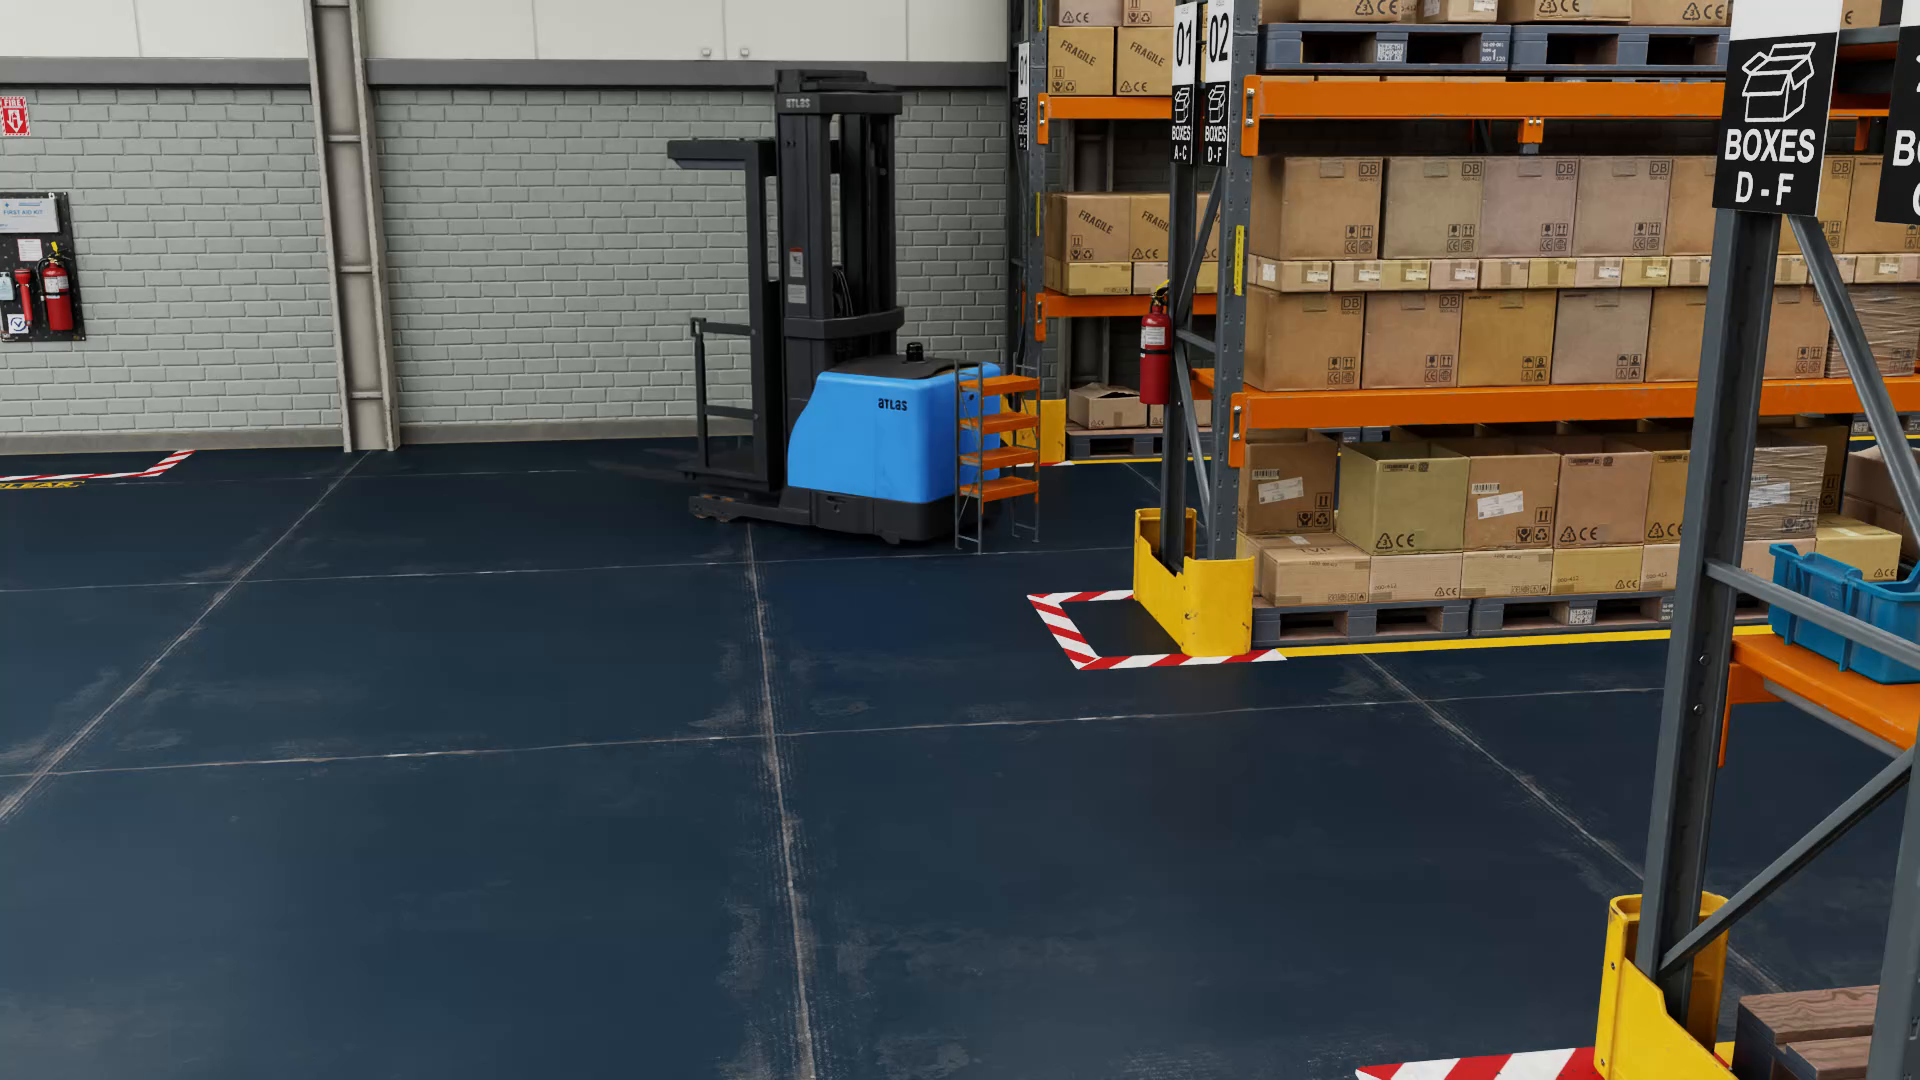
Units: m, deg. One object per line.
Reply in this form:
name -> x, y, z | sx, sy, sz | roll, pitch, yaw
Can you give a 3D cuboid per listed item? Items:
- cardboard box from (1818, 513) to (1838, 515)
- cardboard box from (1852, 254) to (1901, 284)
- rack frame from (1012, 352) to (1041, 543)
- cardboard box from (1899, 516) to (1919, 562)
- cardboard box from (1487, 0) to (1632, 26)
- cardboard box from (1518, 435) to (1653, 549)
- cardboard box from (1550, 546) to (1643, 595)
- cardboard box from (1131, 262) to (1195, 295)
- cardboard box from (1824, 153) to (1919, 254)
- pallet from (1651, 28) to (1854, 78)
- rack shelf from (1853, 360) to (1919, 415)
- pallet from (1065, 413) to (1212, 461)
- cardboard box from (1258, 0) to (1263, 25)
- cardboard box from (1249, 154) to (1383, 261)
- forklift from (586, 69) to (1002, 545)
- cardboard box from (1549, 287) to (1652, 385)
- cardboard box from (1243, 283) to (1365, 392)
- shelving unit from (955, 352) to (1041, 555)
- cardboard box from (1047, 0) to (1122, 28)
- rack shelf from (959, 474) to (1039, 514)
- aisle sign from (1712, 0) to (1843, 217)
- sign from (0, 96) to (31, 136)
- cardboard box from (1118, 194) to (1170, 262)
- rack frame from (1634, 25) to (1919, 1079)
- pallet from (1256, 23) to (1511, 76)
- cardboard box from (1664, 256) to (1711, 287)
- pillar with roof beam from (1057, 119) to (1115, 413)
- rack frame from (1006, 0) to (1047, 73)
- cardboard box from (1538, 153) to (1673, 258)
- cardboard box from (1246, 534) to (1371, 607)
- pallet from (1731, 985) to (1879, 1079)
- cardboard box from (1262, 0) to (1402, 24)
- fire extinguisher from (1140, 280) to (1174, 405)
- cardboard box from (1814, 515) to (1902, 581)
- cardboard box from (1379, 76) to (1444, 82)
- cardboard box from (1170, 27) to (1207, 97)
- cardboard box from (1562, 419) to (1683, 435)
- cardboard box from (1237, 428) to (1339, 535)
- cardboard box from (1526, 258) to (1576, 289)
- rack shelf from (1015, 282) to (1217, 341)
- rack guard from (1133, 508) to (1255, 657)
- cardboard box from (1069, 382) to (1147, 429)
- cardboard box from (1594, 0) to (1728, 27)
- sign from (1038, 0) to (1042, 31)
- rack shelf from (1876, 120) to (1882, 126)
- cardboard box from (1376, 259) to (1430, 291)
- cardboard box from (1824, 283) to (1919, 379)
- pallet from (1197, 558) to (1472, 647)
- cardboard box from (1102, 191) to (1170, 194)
cardboard box -> 4.705, -0.081, 9.667 | 0.500, 0.250, 0.500 | -2, 14, -8
cardboard box -> 4.727, -1.448, 8.790 | 0.250, 0.149, 0.380 | -2, 14, -9
rack frame -> 0.421, -0.588, 10.600 | 0.015, 1.200, 0.240 | -12, 18, -40
cardboard box -> 5.645, 0.020, 9.264 | 0.500, 0.250, 0.500 | -2, 14, -10
cardboard box -> 2.936, -2.779, 8.115 | 0.500, 0.500, 0.500 | -2, 14, -8
cardboard box -> 3.301, -0.263, 8.853 | 0.500, 0.500, 0.500 | -2, 14, -8
cardboard box -> 3.300, 0.100, 8.945 | 0.500, 0.250, 0.500 | -2, 14, -8
cardboard box -> 1.553, -2.102, 13.203 | 0.500, 0.250, 0.500 | -3, 14, -10
cardboard box -> 4.771, -1.815, 8.920 | 0.500, 0.500, 0.700 | -2, 14, -8
pallet -> 4.369, -2.530, 8.658 | 1.213, 0.211, 1.003 | -2, 14, -8
rack shelf -> 7.187, -0.878, 9.537 | 4.000, 0.370, 1.077 | -2, 14, -8
pallet -> 1.396, -0.872, 13.767 | 1.213, 0.211, 1.003 | -2, 14, -8
cardboard box -> 2.426, -4.329, 13.350 | 0.500, 0.500, 0.500 | -2, 14, -8
cardboard box -> 1.769, -1.703, 8.475 | 0.500, 0.500, 0.700 | -2, 14, -8
forklift -> -1.244, -1.638, 11.226 | 3.031, 2.935, 1.130 | 8, 16, 30
cardboard box -> 3.247, -1.129, 8.851 | 0.500, 0.500, 0.700 | -2, 14, -7
cardboard box -> 1.717, -1.072, 8.625 | 0.500, 0.500, 0.700 | -2, 14, -8
shelving unit -> 0.237, -0.549, 10.444 | 0.503, 1.200, 0.258 | -12, 18, -40
cardboard box -> 0.929, -4.155, 12.655 | 0.500, 0.500, 0.500 | -3, 14, -12
rack shelf -> 0.237, -0.291, 10.509 | 0.480, 0.148, 0.258 | -12, 18, -40
aisle sign -> 1.872, -1.148, 3.789 | 0.004, 0.787, 0.394 | -2, 14, -8
sign -> -7.330, -3.285, 12.889 | 0.199, 0.298, 0.001 | -2, 14, -8
cardboard box -> 1.519, -2.462, 13.100 | 0.500, 0.500, 0.500 | -2, 14, -8
rack frame -> 1.988, 0.182, 3.831 | 0.127, 3.000, 1.000 | -2, 14, -8
pallet -> 1.956, -2.441, 8.305 | 1.213, 0.211, 1.003 | -2, 14, -8
cardboard box -> 3.716, -1.411, 8.642 | 0.250, 0.149, 0.380 | -2, 14, -7
pillar with roof beam -> 1.716, -4.309, 9.405 | 0.400, 9.000, 9.100 | -2, 14, -8
rack frame -> 0.512, -5.111, 12.603 | 0.127, 3.000, 1.000 | -2, 14, -8
cardboard box -> 3.282, -1.760, 8.702 | 0.500, 0.500, 0.700 | -2, 14, -8
cardboard box -> 1.817, 0.154, 8.730 | 0.500, 0.250, 0.500 | -2, 14, -8
pallet -> 2.860, 1.492, 4.338 | 1.213, 0.211, 1.003 | -2, 14, -8
cardboard box -> 1.822, -2.806, 8.216 | 0.637, 0.503, 0.797 | -1, 14, -4
fire extinguisher -> 1.067, -1.080, 9.020 | 0.183, 0.674, 0.296 | -2, 14, -8
cardboard box -> 4.783, 0.045, 9.167 | 0.500, 0.250, 0.500 | -2, 14, -8
cardboard box -> 3.503, -3.766, 13.161 | 0.500, 0.500, 0.500 | -3, 14, -13
cardboard box -> 1.929, -3.697, 12.884 | 0.500, 0.500, 0.500 | -1, 14, -6
cardboard box -> 3.715, -0.411, 9.441 | 0.500, 0.500, 0.500 | -2, 14, -8
cardboard box -> 1.739, -0.335, 9.137 | 0.500, 0.500, 0.500 | -2, 14, -8
cardboard box -> 2.947, -1.383, 8.529 | 0.250, 0.149, 0.380 | -2, 14, -9
rack shelf -> 2.489, -1.925, 13.709 | 4.000, 0.370, 1.077 | -2, 14, -8
rack guard -> 1.230, 0.203, 8.883 | 0.348, 0.500, 1.175 | -2, 14, -8
cardboard box -> 1.209, -1.114, 13.620 | 0.500, 0.311, 0.500 | -4, 15, -15
cardboard box -> 3.562, -2.902, 8.598 | 0.637, 0.503, 0.797 | -1, 14, -2
sign -> 0.593, -3.950, 12.341 | 0.005, 0.325, 0.100 | -2, 14, -8
rack shelf -> 7.187, -2.333, 9.172 | 4.000, 0.370, 1.077 | -2, 14, -8
cardboard box -> 2.181, -1.354, 8.417 | 0.250, 0.149, 0.380 | -2, 14, -8
cardboard box -> 4.771, -1.186, 9.078 | 0.500, 0.500, 0.700 | -2, 14, -10
pallet -> 2.003, 0.305, 9.072 | 1.213, 0.211, 1.003 | -2, 14, -8
cardboard box -> 1.445, -2.586, 13.593 | 0.500, 0.500, 0.500 | -2, 14, -8
